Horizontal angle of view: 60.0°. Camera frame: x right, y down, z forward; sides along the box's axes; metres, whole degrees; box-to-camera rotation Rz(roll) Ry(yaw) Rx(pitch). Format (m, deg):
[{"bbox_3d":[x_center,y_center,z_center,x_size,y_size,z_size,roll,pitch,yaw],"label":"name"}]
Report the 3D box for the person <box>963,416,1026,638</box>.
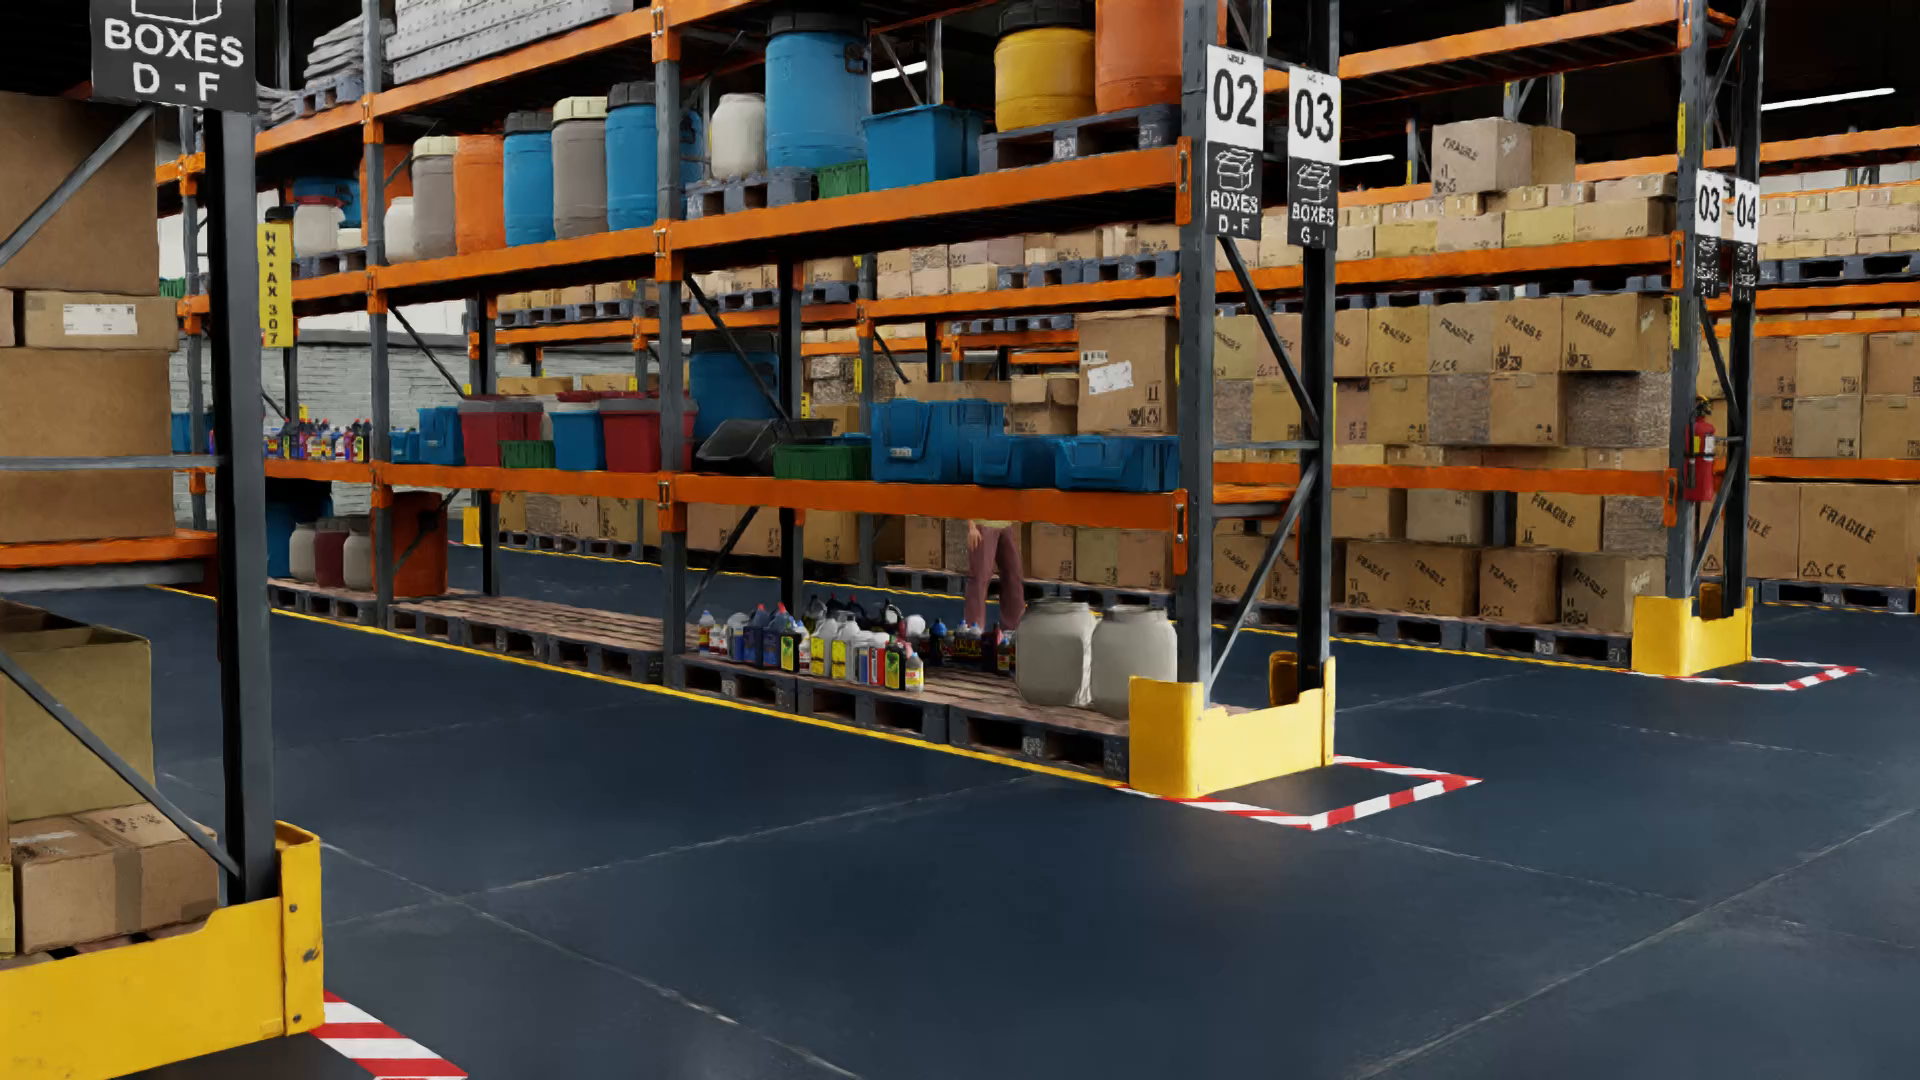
[{"bbox_3d":[0.279,-0.082,11.870,0.445,1.674,0.597,2,5,29],"label":"person"}]
